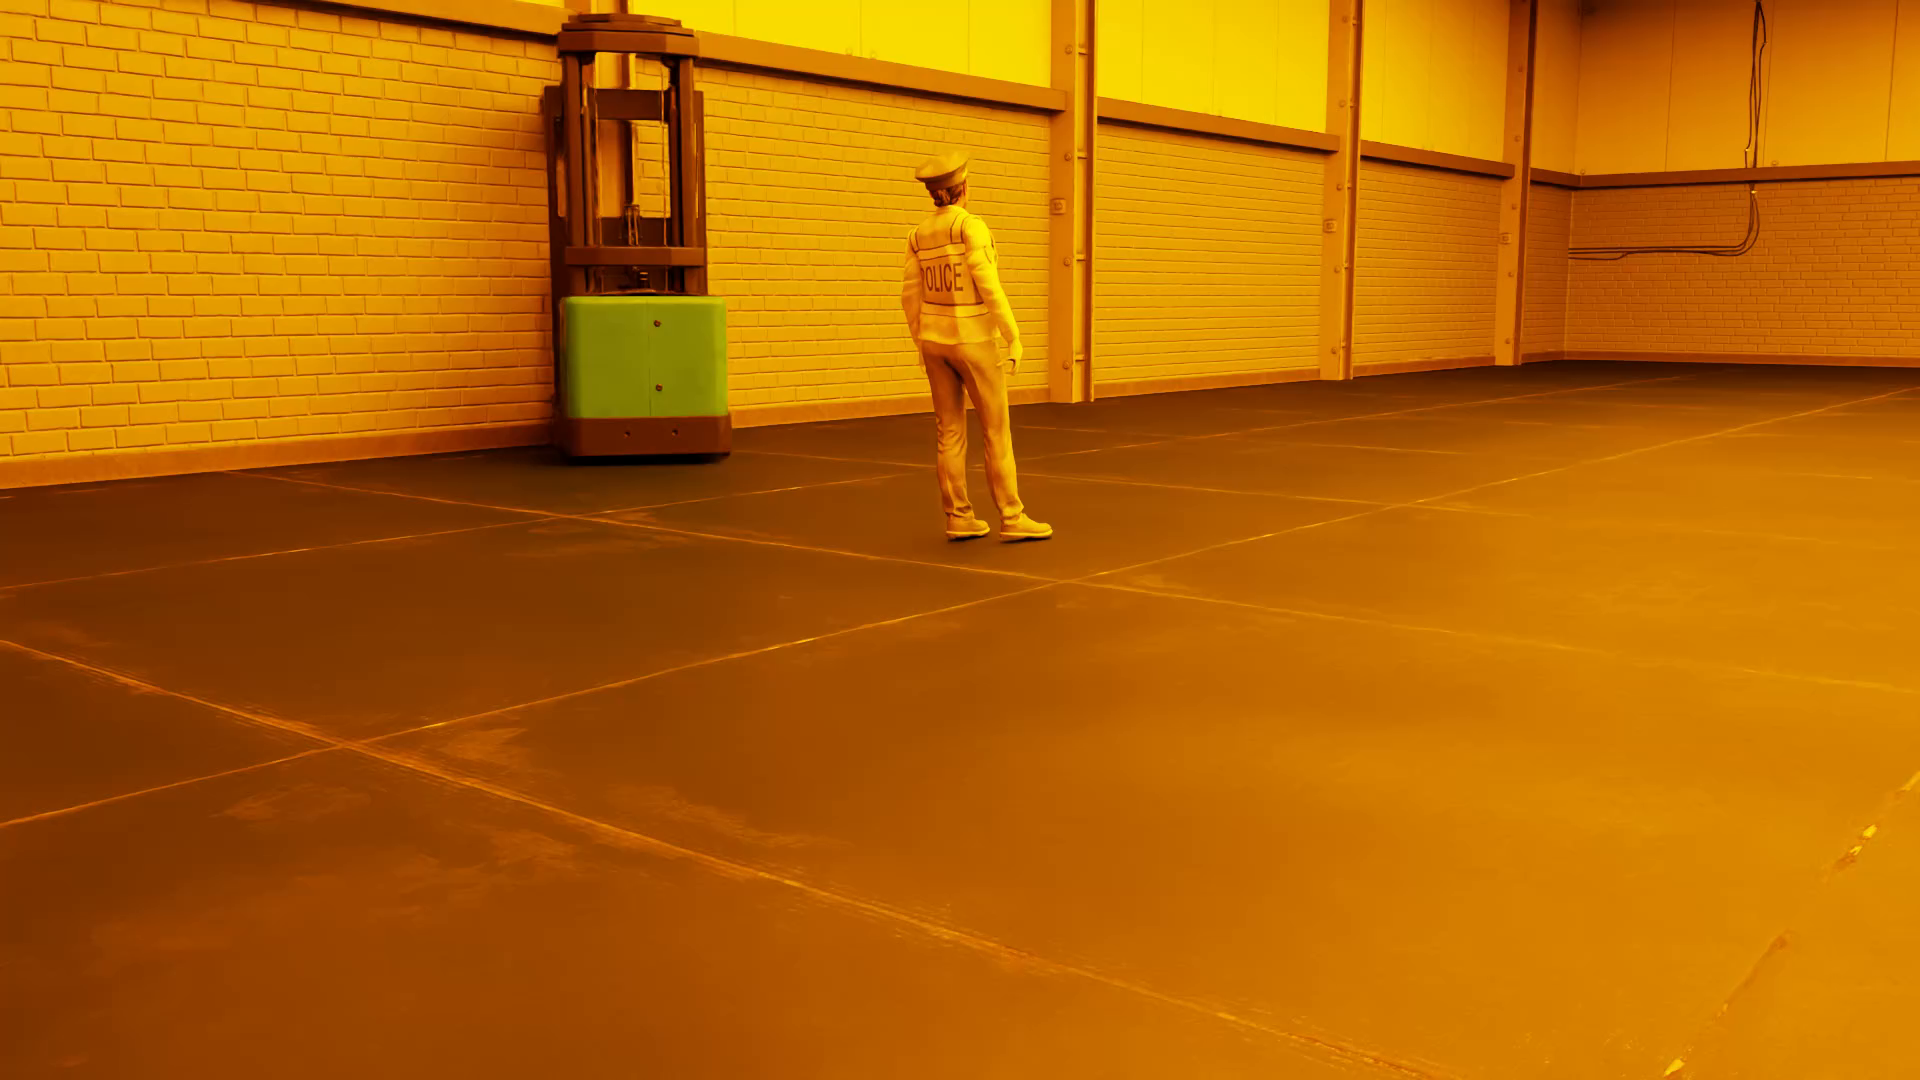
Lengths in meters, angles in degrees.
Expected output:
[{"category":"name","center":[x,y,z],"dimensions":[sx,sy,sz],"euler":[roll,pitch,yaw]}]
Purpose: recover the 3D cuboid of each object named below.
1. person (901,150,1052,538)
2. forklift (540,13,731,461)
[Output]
[{"category":"person","center":[0.049,-0.853,7.330],"dimensions":[0.586,1.694,0.530],"euler":[7,11,38]},{"category":"forklift","center":[-2.394,-2.138,11.892],"dimensions":[1.130,2.935,3.031],"euler":[-2,9,-16]}]
